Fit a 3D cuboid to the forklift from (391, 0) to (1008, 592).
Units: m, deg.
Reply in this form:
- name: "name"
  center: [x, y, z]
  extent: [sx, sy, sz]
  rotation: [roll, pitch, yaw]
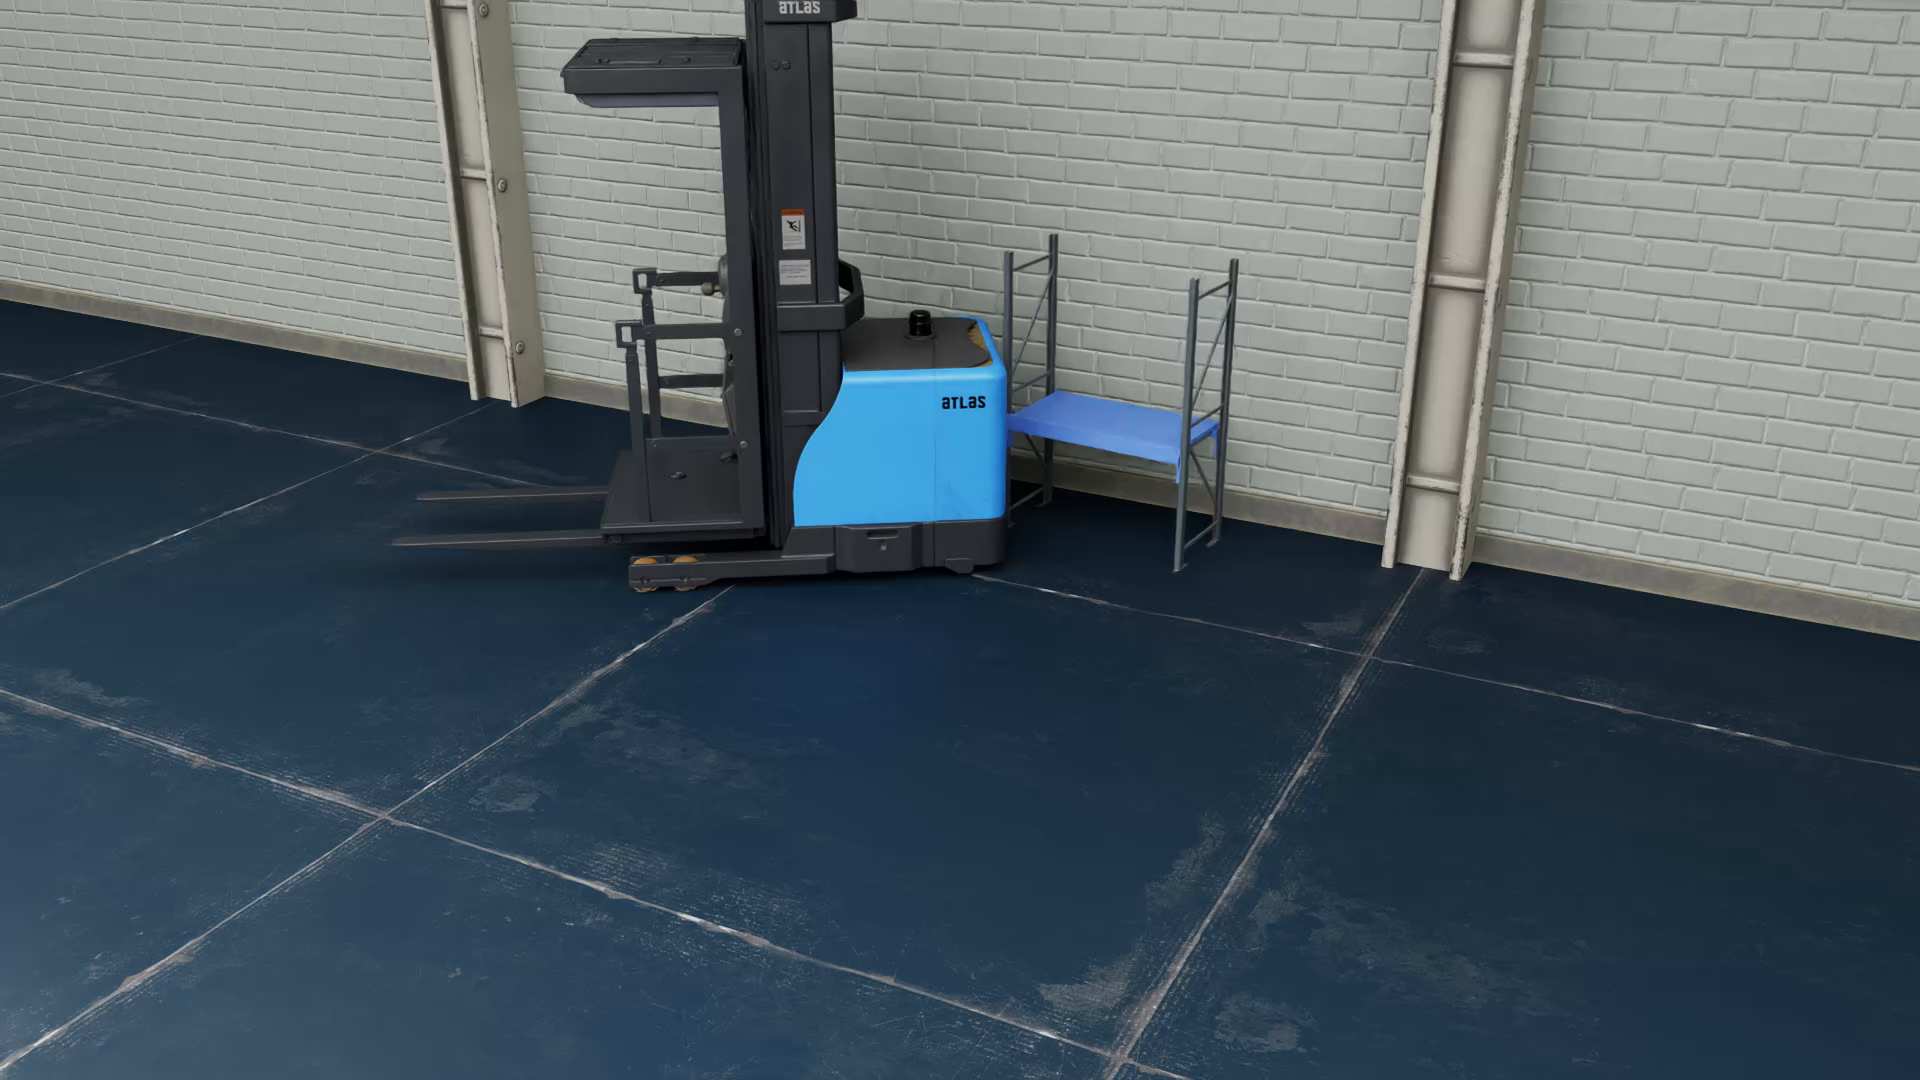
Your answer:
- name: "forklift"
  center: [-1.310, -1.309, 8.084]
  extent: [3.031, 2.935, 1.130]
  rotation: [-2, 23, -5]

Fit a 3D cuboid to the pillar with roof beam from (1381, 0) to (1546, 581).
- name: "pillar with roof beam"
  center: [0.440, -2.523, 3.185]
  extent: [0.400, 9.000, 9.100]
  rotation: [11, 25, 25]

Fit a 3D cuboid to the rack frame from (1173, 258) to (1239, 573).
- name: "rack frame"
  center: [1.223, -0.610, 8.268]
  extent: [0.032, 1.500, 0.500]
  rotation: [14, 27, 30]

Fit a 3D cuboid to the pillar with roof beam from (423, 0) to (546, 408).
- name: "pillar with roof beam"
  center: [-4.914, -3.583, 5.676]
  extent: [0.400, 9.000, 9.100]
  rotation: [11, 25, 25]

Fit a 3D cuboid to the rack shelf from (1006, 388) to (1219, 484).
- name: "rack shelf"
  center: [0.794, -0.552, 8.590]
  extent: [1.000, 0.185, 0.538]
  rotation: [14, 27, 30]

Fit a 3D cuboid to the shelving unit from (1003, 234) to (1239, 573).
- name: "shelving unit"
  center: [0.794, -0.717, 8.520]
  extent: [1.048, 1.500, 0.538]
  rotation: [14, 27, 30]

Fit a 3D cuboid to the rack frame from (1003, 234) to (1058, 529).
- name: "rack frame"
  center: [0.365, -0.824, 8.771]
  extent: [0.032, 1.500, 0.500]
  rotation: [14, 27, 30]
